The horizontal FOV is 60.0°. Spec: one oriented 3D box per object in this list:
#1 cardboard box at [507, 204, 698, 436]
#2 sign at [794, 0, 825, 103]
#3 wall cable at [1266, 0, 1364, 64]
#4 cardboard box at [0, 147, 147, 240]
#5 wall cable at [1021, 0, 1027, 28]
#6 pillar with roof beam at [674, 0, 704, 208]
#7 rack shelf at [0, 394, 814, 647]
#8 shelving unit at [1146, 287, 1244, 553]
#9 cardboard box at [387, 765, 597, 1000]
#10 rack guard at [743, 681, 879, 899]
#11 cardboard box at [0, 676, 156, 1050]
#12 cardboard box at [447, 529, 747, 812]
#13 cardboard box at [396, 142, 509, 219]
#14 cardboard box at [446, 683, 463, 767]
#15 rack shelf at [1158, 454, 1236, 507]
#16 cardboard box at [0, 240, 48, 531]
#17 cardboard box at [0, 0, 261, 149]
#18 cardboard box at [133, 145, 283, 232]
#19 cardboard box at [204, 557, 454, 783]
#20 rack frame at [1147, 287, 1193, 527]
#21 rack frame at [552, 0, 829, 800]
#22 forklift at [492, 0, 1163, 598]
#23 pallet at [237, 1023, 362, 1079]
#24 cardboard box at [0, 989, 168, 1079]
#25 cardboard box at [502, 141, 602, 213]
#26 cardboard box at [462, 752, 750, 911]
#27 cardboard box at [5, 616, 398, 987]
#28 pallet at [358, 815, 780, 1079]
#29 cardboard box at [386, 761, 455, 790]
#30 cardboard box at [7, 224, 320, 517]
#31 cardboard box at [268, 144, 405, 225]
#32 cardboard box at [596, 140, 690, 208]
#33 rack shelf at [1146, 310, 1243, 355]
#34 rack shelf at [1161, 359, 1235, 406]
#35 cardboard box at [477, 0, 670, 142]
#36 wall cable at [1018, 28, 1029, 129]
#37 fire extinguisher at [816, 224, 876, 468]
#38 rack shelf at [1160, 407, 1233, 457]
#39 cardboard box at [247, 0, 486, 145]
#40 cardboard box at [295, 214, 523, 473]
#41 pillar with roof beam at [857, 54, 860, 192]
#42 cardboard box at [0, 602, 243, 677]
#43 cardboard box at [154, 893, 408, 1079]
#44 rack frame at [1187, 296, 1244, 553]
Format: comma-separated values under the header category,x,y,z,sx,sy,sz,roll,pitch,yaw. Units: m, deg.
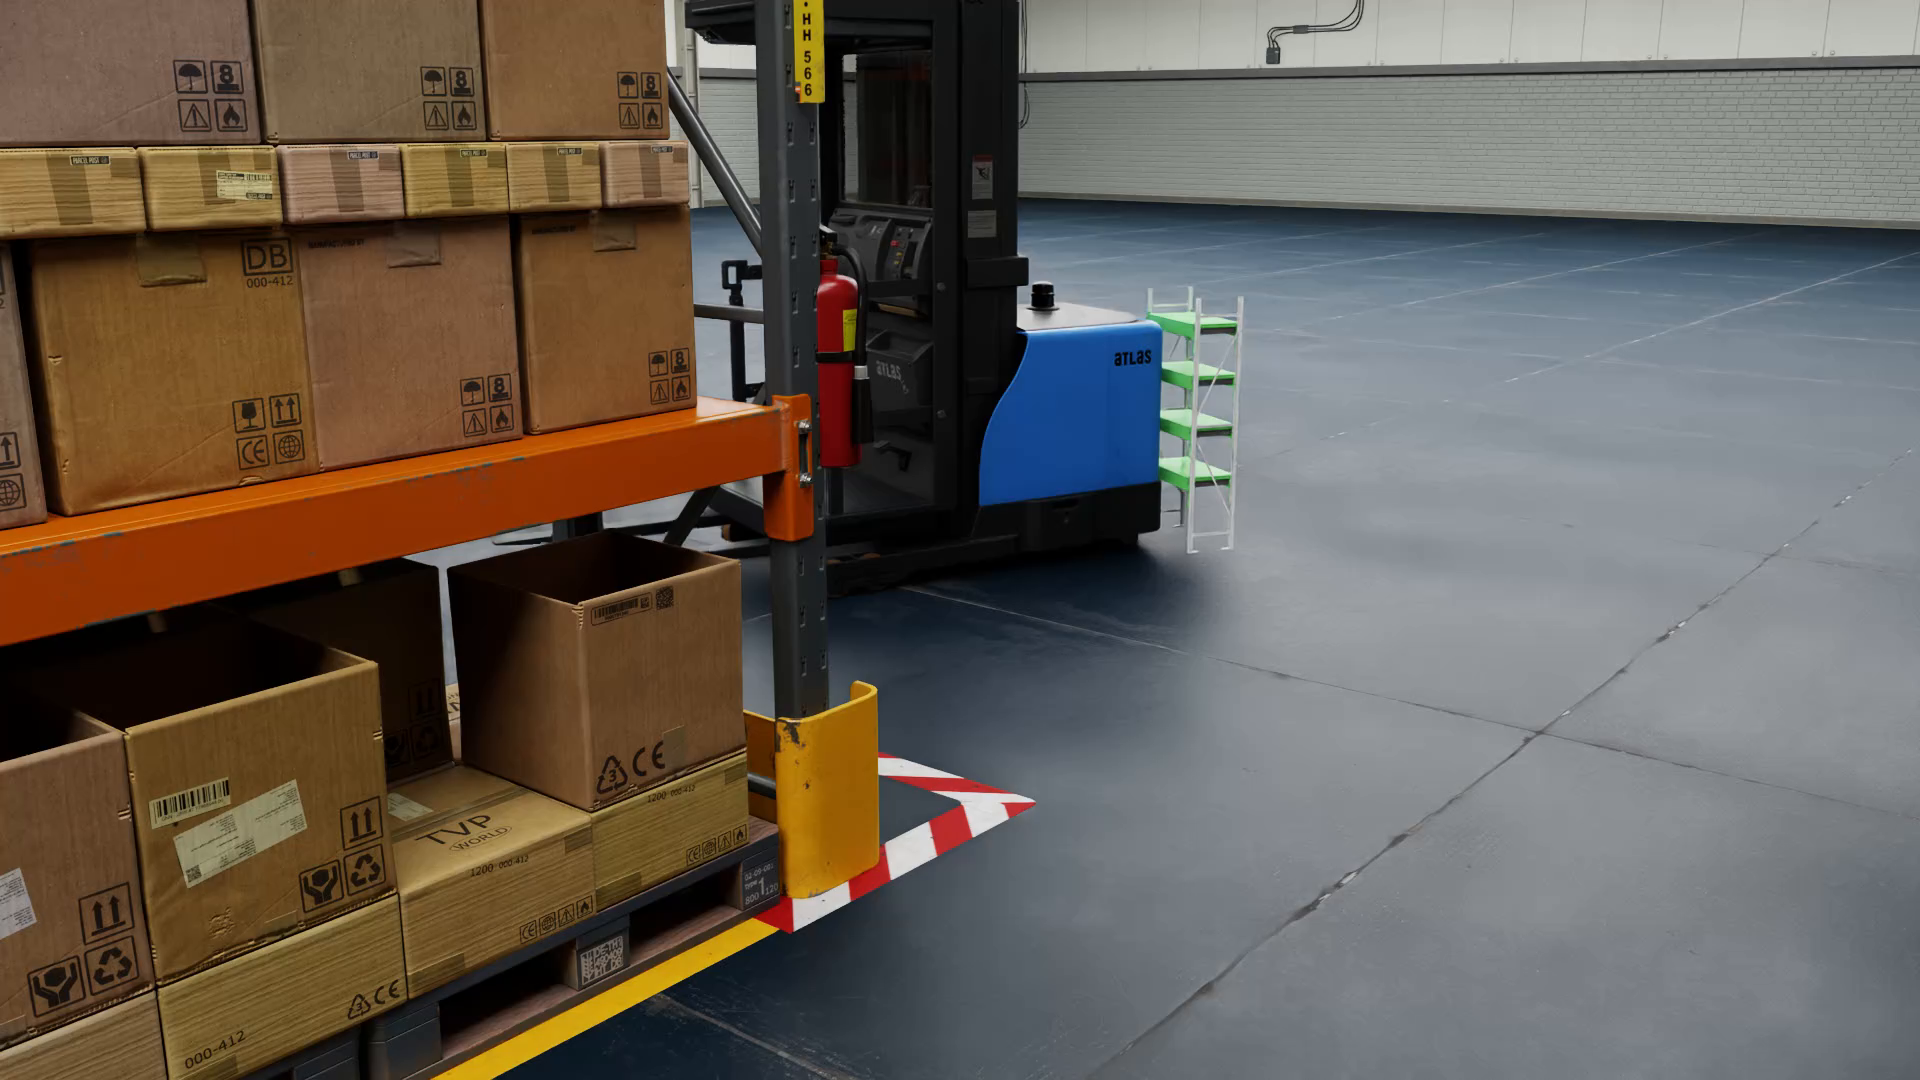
category,x,y,z,sx,sy,sz,roll,pitch,yaw
cardboard box,-1.078,-0.579,4.107,0.700,0.500,0.500,11,18,38
sign,-0.362,-1.207,3.950,0.100,0.325,0.005,11,18,38
wall cable,7.922,-13.647,36.661,2.305,6.003,0.169,11,18,38
cardboard box,-1.679,-0.630,2.990,0.380,0.149,0.250,12,18,39
wall cable,2.652,-13.995,40.987,3.097,2.526,0.112,11,18,38
pillar with roof beam,-2.755,-11.296,34.314,9.100,9.000,0.400,11,18,38
rack shelf,-2.032,0.114,3.044,1.077,0.370,4.000,11,18,38
shelving unit,1.106,-0.586,7.994,0.258,1.200,0.503,-5,15,-20
cardboard box,-1.187,0.757,3.781,0.500,0.250,0.500,11,18,38
rack guard,-0.760,0.589,4.789,1.175,0.500,0.348,11,18,38
cardboard box,-1.813,0.586,2.933,0.500,0.500,0.500,11,18,38
cardboard box,-0.880,0.297,4.072,0.500,0.500,0.500,11,18,38
cardboard box,-1.191,-0.779,3.576,0.380,0.149,0.250,11,18,37
cardboard box,-1.285,0.579,4.481,0.500,0.250,0.500,11,18,38
rack shelf,1.106,-0.292,8.069,0.258,0.148,0.480,-5,15,-20
cardboard box,-2.049,-0.282,2.938,0.700,0.500,0.500,12,19,39
cardboard box,-1.754,-0.999,3.127,0.700,0.500,0.500,11,18,38
cardboard box,-1.515,-0.681,3.189,0.380,0.149,0.250,12,19,39
cardboard box,-1.598,0.312,4.011,0.500,0.500,0.500,11,18,38
rack frame,1.021,-0.643,8.216,0.240,1.200,0.015,-5,15,-20
rack frame,-0.775,-0.618,4.463,1.000,3.000,0.127,11,18,38
forklift,-0.559,-1.321,7.369,3.031,2.935,1.130,-8,17,-30
pallet,-1.990,1.119,3.289,1.003,0.211,1.213,11,18,38
cardboard box,-1.816,0.949,3.028,0.500,0.250,0.500,11,18,38
cardboard box,-1.030,-0.828,3.769,0.380,0.149,0.250,12,18,39
cardboard box,-0.882,0.660,4.166,0.500,0.250,0.500,11,18,38
cardboard box,-1.498,0.490,3.309,0.500,0.500,0.500,11,18,38
pallet,-1.223,0.886,4.204,1.003,0.211,1.213,11,18,38
cardboard box,-1.596,0.676,4.102,0.500,0.250,0.500,11,18,38
cardboard box,-1.721,-0.383,3.337,0.700,0.500,0.500,11,18,38
cardboard box,-1.351,-0.731,3.387,0.380,0.149,0.250,12,18,38
cardboard box,-0.867,-0.878,3.967,0.380,0.149,0.250,11,18,37
rack shelf,1.107,-0.990,7.892,0.258,0.148,0.480,-5,15,-20
rack shelf,1.106,-0.757,7.951,0.258,0.148,0.480,-5,15,-20
cardboard box,-1.111,-1.198,3.907,0.700,0.500,0.500,11,18,38
wall cable,0.548,-11.966,43.257,3.097,2.526,0.112,11,18,38
fire extinguisher,-0.339,-0.531,4.279,0.296,0.674,0.183,11,18,38
rack shelf,1.106,-0.525,8.010,0.258,0.148,0.480,-5,15,-20
cardboard box,-1.438,-1.096,3.507,0.700,0.500,0.500,11,18,36
cardboard box,-1.405,-0.478,3.708,0.700,0.500,0.500,12,18,39
pillar with roof beam,1.016,-12.445,38.837,9.100,9.000,0.400,11,18,38
cardboard box,-1.902,0.410,3.626,0.500,0.500,0.500,11,18,38
cardboard box,-1.500,0.853,3.403,0.500,0.250,0.500,11,18,38
rack frame,1.192,-0.530,7.773,0.240,1.200,0.015,-5,15,-20
